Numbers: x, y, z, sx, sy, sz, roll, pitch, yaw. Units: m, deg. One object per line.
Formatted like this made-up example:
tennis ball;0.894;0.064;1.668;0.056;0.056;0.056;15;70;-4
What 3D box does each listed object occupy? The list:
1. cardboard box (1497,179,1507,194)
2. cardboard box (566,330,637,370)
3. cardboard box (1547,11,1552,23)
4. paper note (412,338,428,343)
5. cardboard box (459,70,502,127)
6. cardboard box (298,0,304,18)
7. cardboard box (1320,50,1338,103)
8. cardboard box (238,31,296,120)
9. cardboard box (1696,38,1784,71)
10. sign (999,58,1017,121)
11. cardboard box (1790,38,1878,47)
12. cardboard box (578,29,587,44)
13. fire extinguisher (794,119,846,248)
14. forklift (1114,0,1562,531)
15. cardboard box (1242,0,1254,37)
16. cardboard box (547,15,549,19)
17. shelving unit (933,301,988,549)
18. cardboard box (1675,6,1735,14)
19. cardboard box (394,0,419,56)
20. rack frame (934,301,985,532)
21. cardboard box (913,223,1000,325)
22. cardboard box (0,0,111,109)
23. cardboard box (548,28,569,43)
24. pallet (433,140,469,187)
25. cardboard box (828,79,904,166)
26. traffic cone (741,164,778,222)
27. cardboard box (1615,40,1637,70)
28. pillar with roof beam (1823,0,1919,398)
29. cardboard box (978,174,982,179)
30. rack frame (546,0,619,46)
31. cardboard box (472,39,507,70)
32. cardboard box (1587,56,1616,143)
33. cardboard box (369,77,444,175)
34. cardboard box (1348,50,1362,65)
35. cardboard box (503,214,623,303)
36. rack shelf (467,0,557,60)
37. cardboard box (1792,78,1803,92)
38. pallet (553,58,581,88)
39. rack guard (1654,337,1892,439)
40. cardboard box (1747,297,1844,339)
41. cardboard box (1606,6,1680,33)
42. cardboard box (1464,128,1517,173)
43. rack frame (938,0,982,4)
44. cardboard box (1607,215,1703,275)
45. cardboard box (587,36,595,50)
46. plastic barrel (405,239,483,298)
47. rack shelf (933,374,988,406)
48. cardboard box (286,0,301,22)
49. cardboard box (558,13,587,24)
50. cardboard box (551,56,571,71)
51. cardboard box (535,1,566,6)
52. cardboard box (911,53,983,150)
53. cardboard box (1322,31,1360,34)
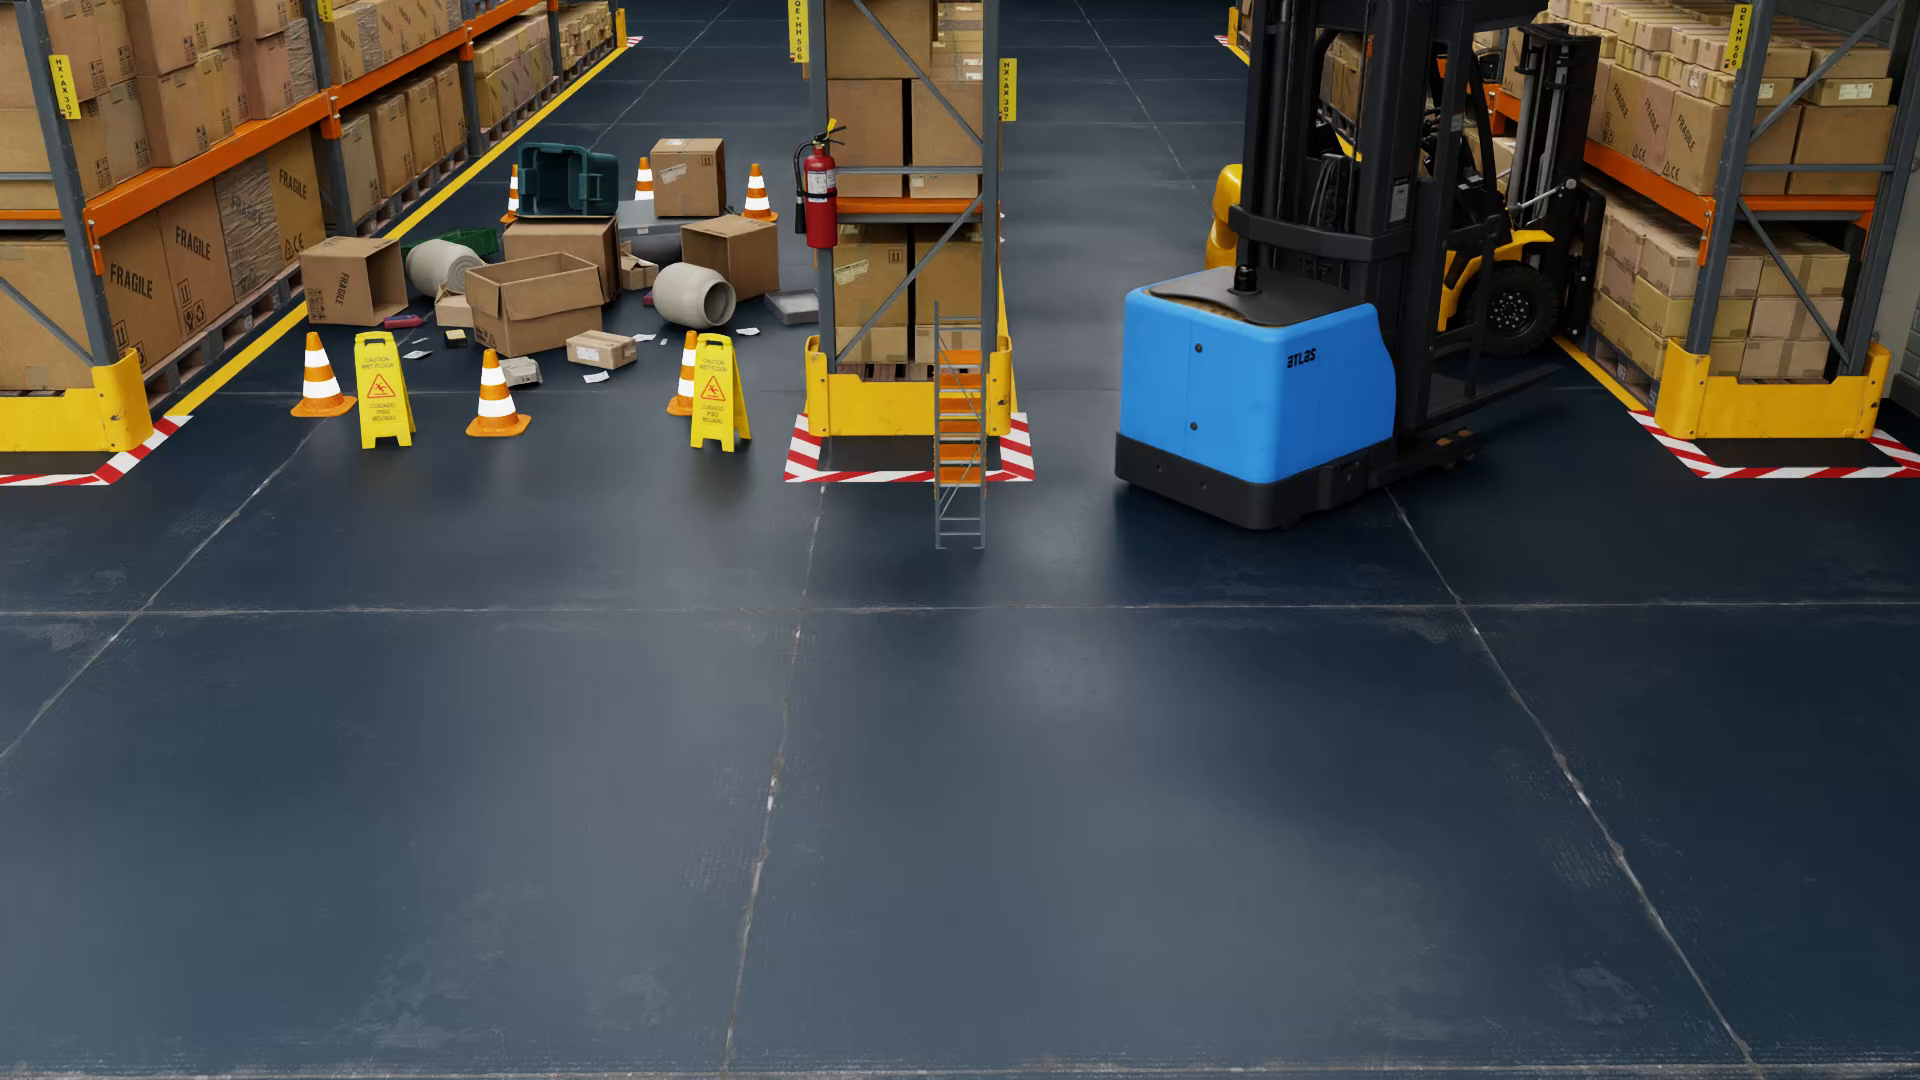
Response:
cardboard box;4.324;-2.642;12.671;0.500;0.250;0.500;0;24;-1
cardboard box;-2.327;-1.236;10.802;0.380;0.149;0.250;13;27;27
cardboard box;4.403;-3.671;11.818;0.380;0.149;0.250;0;24;-1
paper note;-3.642;-1.344;11.209;0.032;0.001;0.123;13;27;27
cardboard box;-5.081;-4.582;17.264;0.500;0.500;0.500;-1;24;-3
cardboard box;-5.296;-4.294;12.770;0.700;0.500;0.500;-1;24;-1
cardboard box;4.336;-5.186;18.600;0.500;0.500;0.500;-1;24;-2
cardboard box;-5.240;-3.278;11.676;0.875;0.550;0.550;0;24;-1
cardboard box;4.422;-2.753;9.427;0.380;0.149;0.250;0;24;0
sign;0.250;-2.401;8.868;0.100;0.325;0.005;0;24;-1
cardboard box;4.940;-2.754;9.429;0.380;0.149;0.250;1;24;1
cardboard box;-5.106;-6.597;21.785;0.380;0.149;0.250;0;24;-1
fire extinguisher;-0.752;-1.920;8.948;0.296;0.674;0.183;0;24;-1
forklift;2.266;-1.872;8.833;3.031;2.935;1.130;-20;31;-37
cardboard box;4.408;-7.422;23.541;0.797;0.503;0.637;-1;24;-3
cardboard box;-5.617;-6.834;21.948;0.380;0.149;0.250;0;24;0
shelving unit;0.000;-0.541;7.990;0.258;1.200;0.189;0;24;-1
cardboard box;4.886;-3.390;10.837;0.380;0.149;0.250;0;24;1
cardboard box;-5.036;-4.475;14.383;0.500;0.500;0.500;0;24;0
rack frame;-0.001;-0.578;8.073;0.240;1.200;0.006;0;24;-1
cardboard box;-0.026;-1.628;10.126;0.500;0.500;0.500;-1;24;-2
cardboard box;-5.207;-2.654;8.985;0.875;0.550;0.550;0;24;-1
cardboard box;-5.113;-6.305;20.779;0.380;0.149;0.250;1;24;2
pallet;-5.395;-3.641;16.044;1.003;0.211;1.213;0;24;-1
cardboard box;-0.574;-2.408;9.451;0.500;0.500;0.500;-1;24;-1
traffic cone;-1.750;-3.001;14.324;0.336;0.463;0.334;0;24;-1
cardboard box;4.348;-3.039;10.421;0.380;0.149;0.250;0;24;0
pillar with roof beam;1.260;-5.033;8.458;9.100;9.000;0.400;0;24;-1
cardboard box;-0.028;-2.244;9.877;0.380;0.149;0.250;-1;24;-2
rack frame;-5.416;-8.533;23.477;1.000;3.000;0.127;0;24;-1
cardboard box;-5.100;-5.125;17.555;0.500;0.250;0.500;-1;24;-1
cardboard box;4.384;-2.907;10.916;0.500;0.500;0.500;0;24;0
cardboard box;-5.399;-3.791;15.213;1.050;0.750;0.750;0;24;0
cardboard box;4.332;-5.096;17.614;0.380;0.149;0.250;-1;24;-2
cardboard box;-2.862;-2.026;11.955;0.797;0.637;0.503;0;24;-1
rack shelf;-5.350;-5.733;18.159;1.077;0.370;4.000;0;24;-1
cardboard box;4.860;-2.611;9.475;0.380;0.149;0.250;0;24;-1
pallet;-5.415;-5.891;21.019;1.003;0.211;1.213;0;24;-1
rack guard;4.671;-0.879;9.587;1.175;0.500;0.348;0;24;-1
cardboard box;4.873;-1.389;9.901;0.500;0.250;0.500;0;24;0
cardboard box;4.448;-3.387;10.829;0.380;0.149;0.250;0;24;0
cardboard box;4.610;-3.000;13.616;0.875;0.625;0.625;1;24;2
rack frame;-0.336;-3.652;12.685;1.000;3.000;0.127;0;24;-1
cardboard box;4.342;-1.821;10.249;0.500;0.250;0.500;0;24;0
cardboard box;-5.117;-6.676;22.320;0.380;0.149;0.250;0;24;0
plastic barrel;-3.739;-1.954;12.057;0.512;0.421;0.421;19;30;35
rack shelf;0.000;-0.719;7.909;0.258;0.103;0.180;0;24;-1
cardboard box;-5.315;-3.997;11.954;0.875;0.550;0.550;0;24;-1
cardboard box;-5.192;-6.943;22.190;0.380;0.149;0.250;-1;24;-2
cardboard box;-5.055;-5.929;20.669;0.380;0.149;0.250;-1;24;-3
cardboard box;-5.750;-7.479;23.375;0.380;0.149;0.250;-1;24;-3
cardboard box;-0.029;-2.595;9.865;0.500;0.500;0.500;0;24;1
cardboard box;4.354;-5.736;19.029;0.380;0.149;0.250;0;24;-1
